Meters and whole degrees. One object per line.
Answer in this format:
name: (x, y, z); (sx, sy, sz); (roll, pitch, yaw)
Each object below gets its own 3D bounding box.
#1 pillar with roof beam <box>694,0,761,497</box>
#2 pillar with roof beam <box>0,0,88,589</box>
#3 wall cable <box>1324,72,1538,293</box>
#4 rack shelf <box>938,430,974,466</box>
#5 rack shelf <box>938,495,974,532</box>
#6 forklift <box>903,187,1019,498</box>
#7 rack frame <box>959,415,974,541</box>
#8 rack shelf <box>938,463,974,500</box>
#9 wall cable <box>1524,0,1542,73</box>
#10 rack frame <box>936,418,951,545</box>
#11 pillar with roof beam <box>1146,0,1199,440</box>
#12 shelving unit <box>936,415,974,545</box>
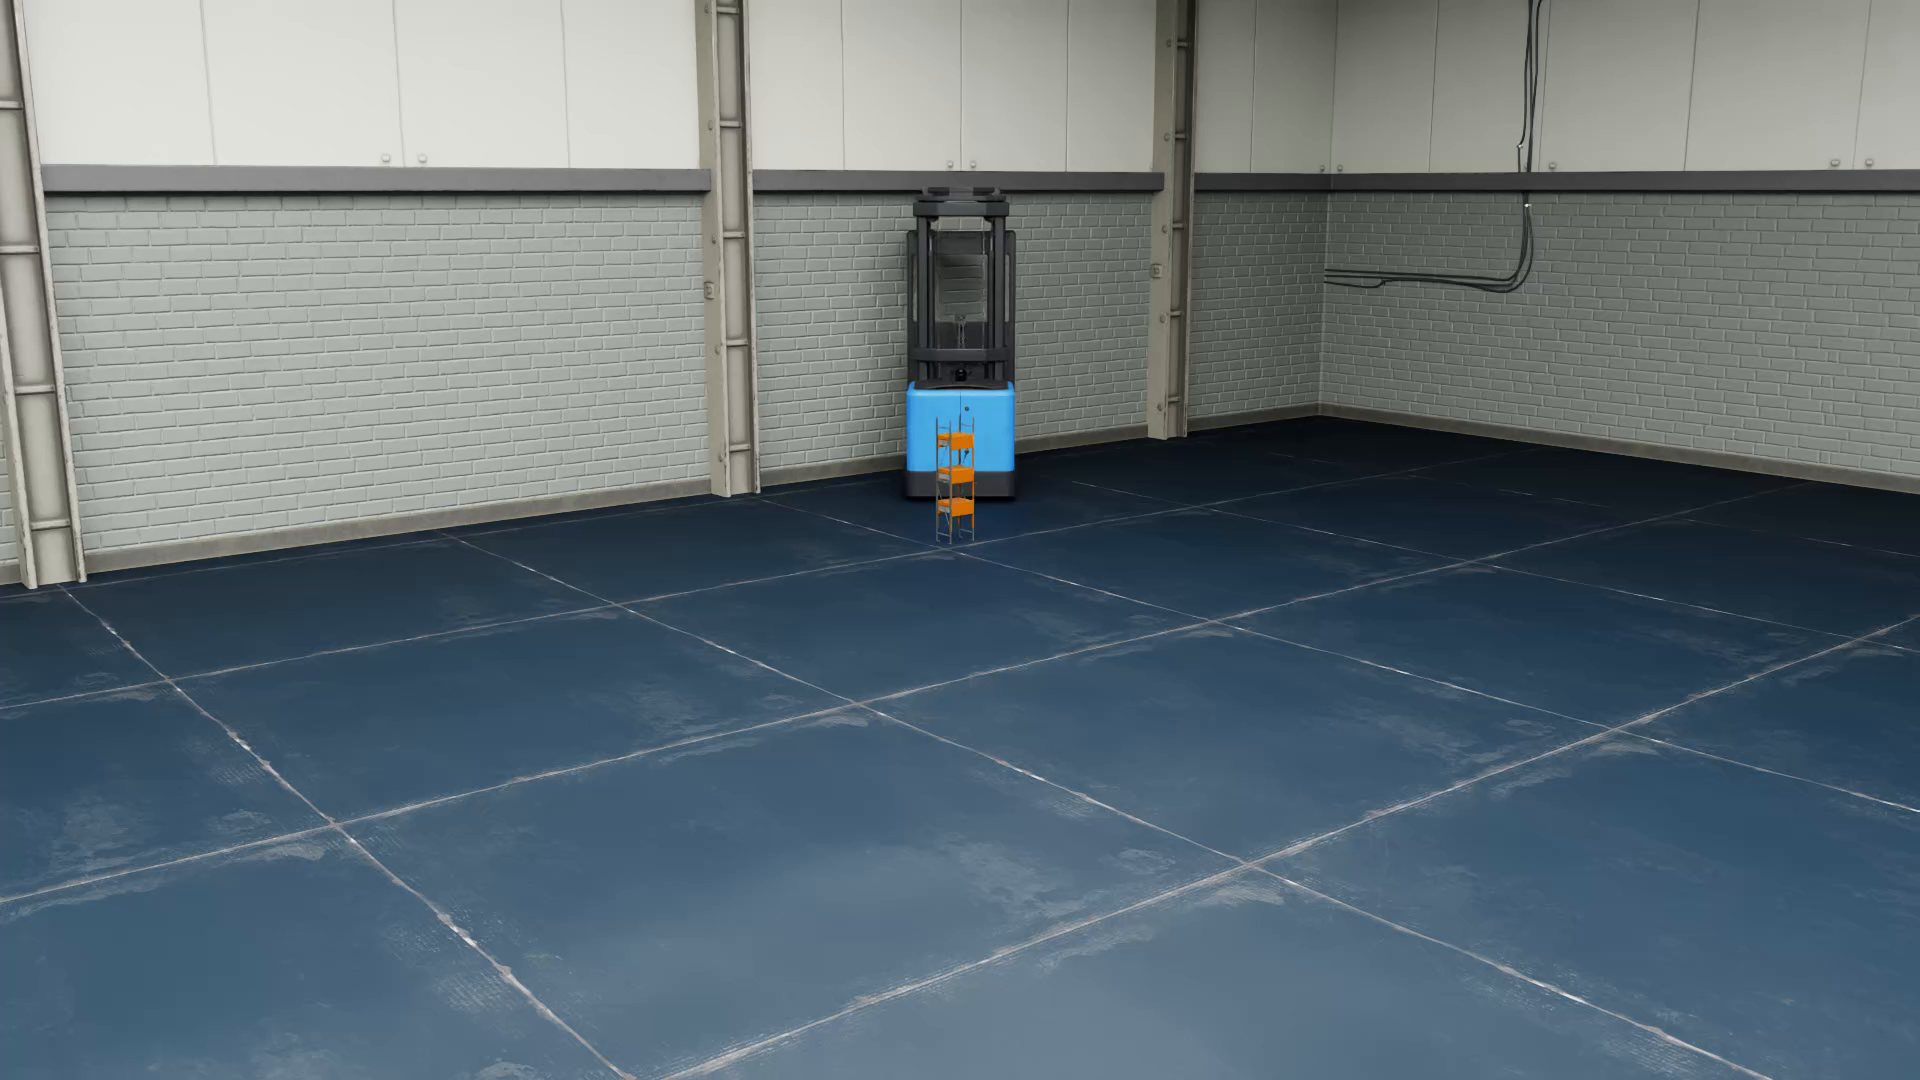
pillar with roof beam: (0.486, -4.167, 12.090); (0.400, 9.000, 9.100); (-9, 15, -38)
pillar with roof beam: (-4.199, -3.389, 8.423); (0.400, 9.000, 9.100); (-9, 15, -38)
wall cable: (5.609, -4.293, 20.157); (0.112, 2.526, 3.097); (-9, 15, -38)
rack shelf: (-0.042, -0.774, 13.930); (0.240, 0.259, 0.215); (-9, 15, -38)
rack shelf: (-0.042, -0.224, 14.047); (0.240, 0.259, 0.215); (-9, 15, -38)
forklift: (0.013, -2.087, 16.903); (1.130, 2.935, 3.031); (0, 12, 0)
rack frame: (0.054, -0.522, 14.062); (0.008, 1.050, 0.200); (-9, 15, -38)
rack shelf: (-0.042, -0.496, 13.989); (0.240, 0.259, 0.215); (-9, 15, -38)
wall cable: (7.299, -6.325, 17.566); (0.112, 2.526, 3.097); (-9, 15, -38)
rack frame: (-0.137, -0.491, 13.912); (0.008, 1.050, 0.200); (-9, 15, -38)
pillar with roof beam: (5.171, -4.946, 15.756); (0.400, 9.000, 9.100); (-9, 15, -38)
shelving unit: (-0.042, -0.507, 13.987); (0.252, 1.050, 0.215); (-9, 15, -38)
